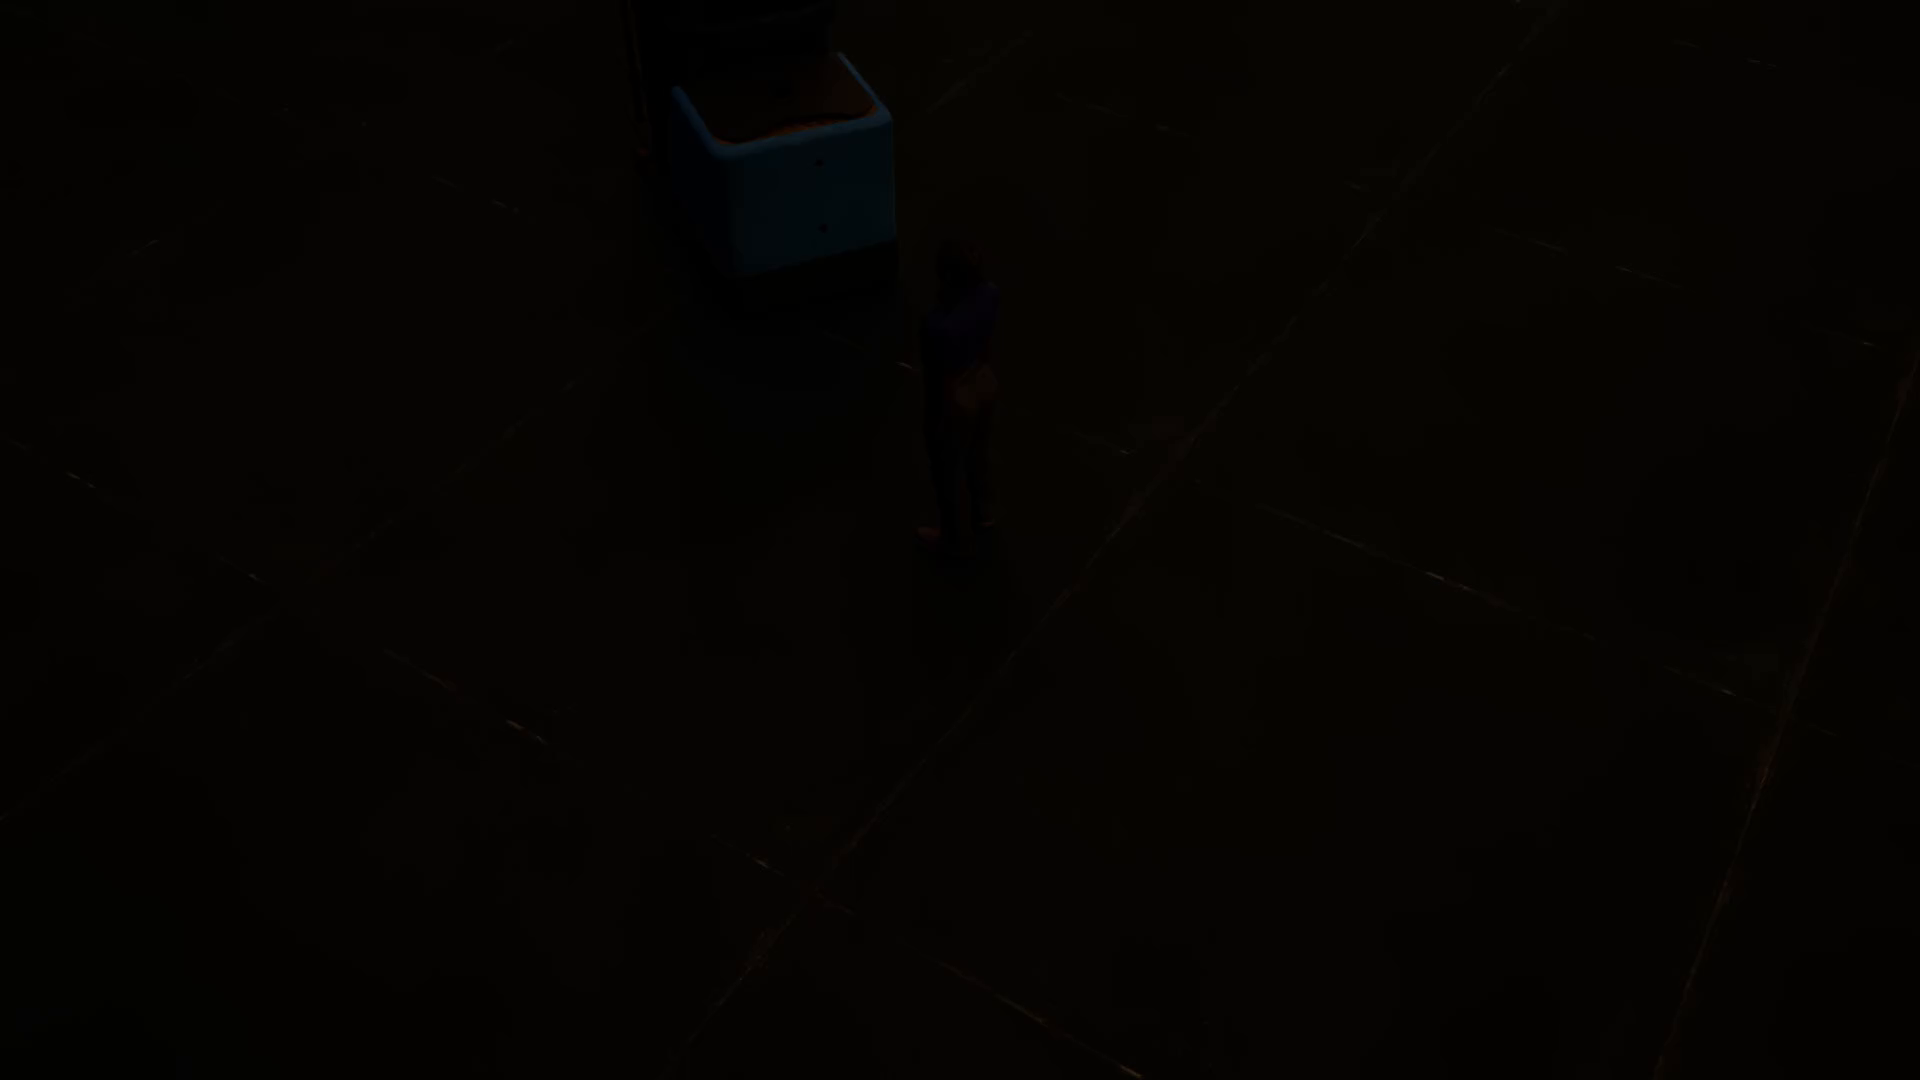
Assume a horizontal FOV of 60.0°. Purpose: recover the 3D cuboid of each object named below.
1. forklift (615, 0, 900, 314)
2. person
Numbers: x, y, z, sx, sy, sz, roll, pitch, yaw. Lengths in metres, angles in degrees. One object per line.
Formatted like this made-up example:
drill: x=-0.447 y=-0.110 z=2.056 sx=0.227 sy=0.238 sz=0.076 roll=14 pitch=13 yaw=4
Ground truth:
forklift: x=-1.395 y=-3.336 z=9.367 sx=1.130 sy=2.935 sz=3.031 roll=-17 pitch=46 yaw=-17
person: x=-0.017 y=-0.643 z=7.395 sx=0.320 sy=1.662 sz=0.446 roll=24 pitch=48 yaw=23
